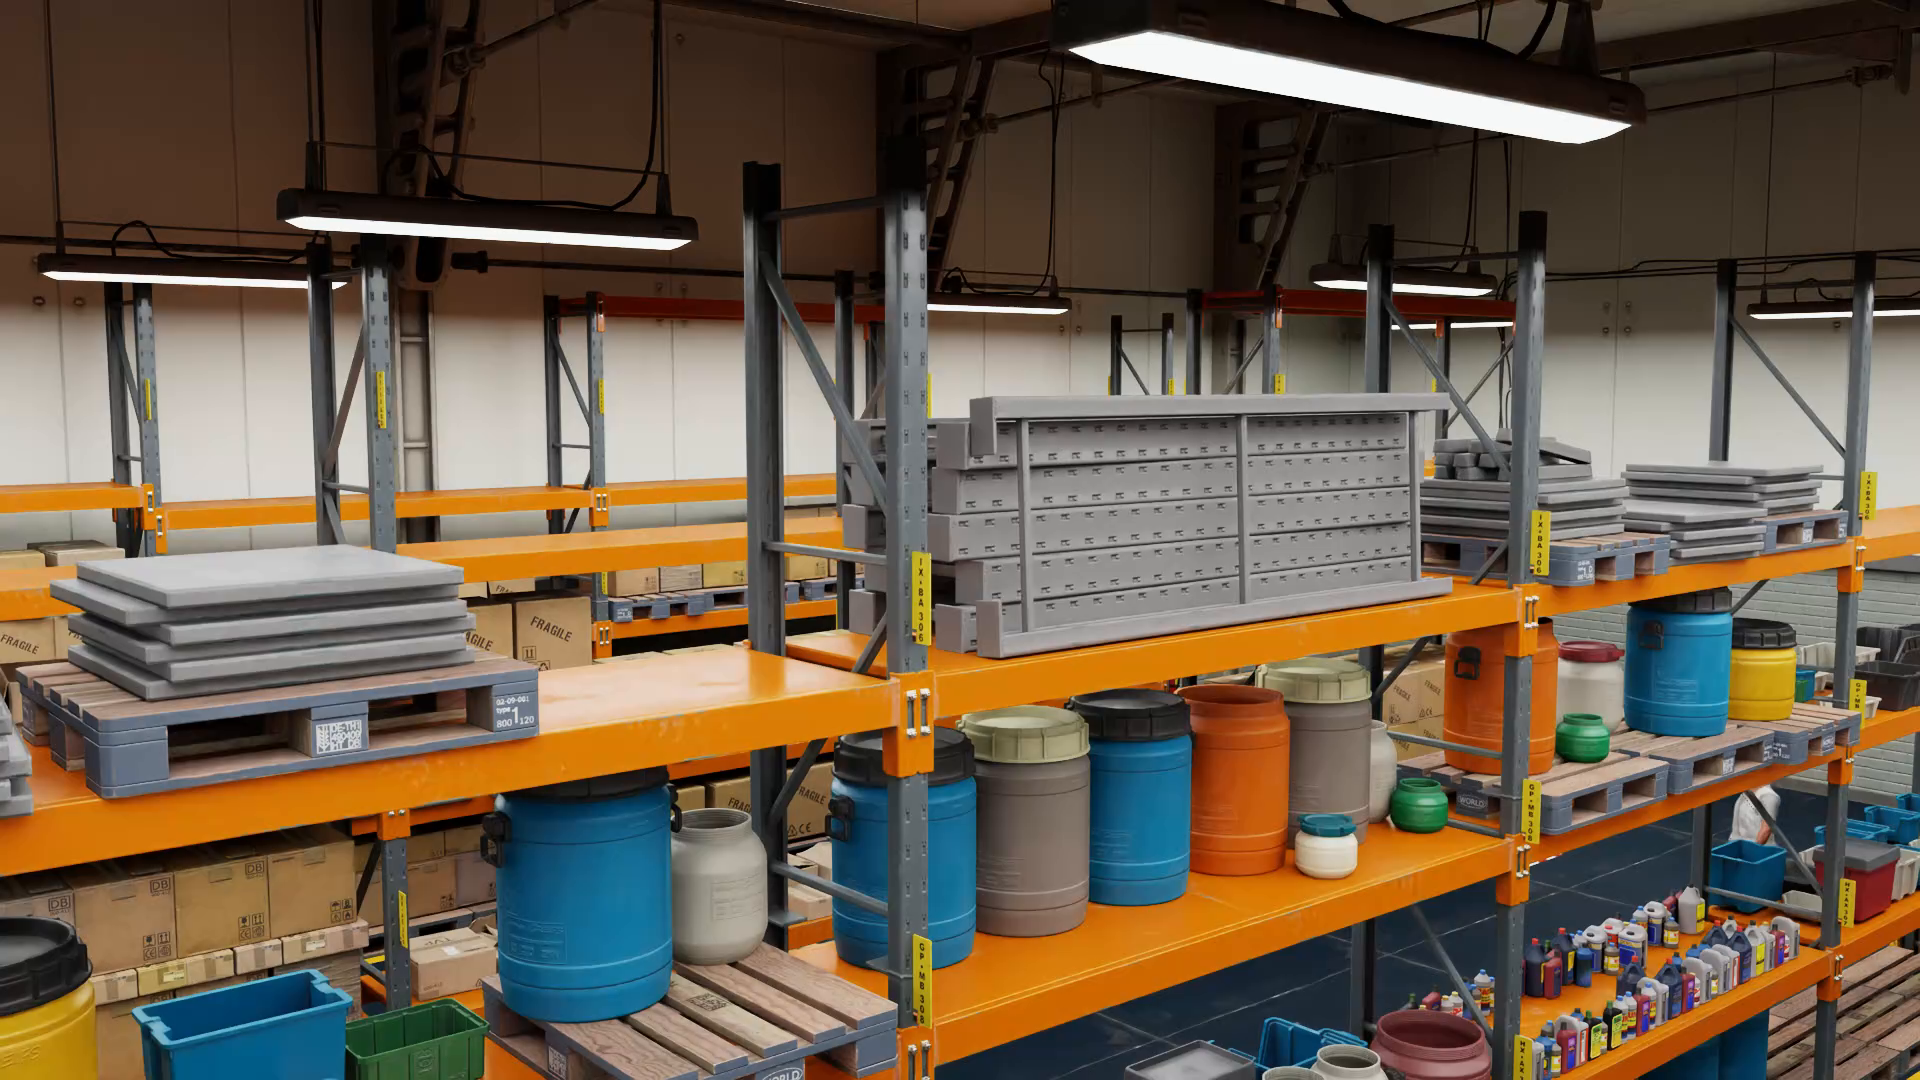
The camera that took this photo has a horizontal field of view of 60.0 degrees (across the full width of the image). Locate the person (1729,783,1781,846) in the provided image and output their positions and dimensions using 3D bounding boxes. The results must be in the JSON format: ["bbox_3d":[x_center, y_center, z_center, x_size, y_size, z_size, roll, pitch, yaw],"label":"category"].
[{"bbox_3d":[7.269,2.831,15.264,0.975,1.748,0.564,-2,6,-24],"label":"person"}]
